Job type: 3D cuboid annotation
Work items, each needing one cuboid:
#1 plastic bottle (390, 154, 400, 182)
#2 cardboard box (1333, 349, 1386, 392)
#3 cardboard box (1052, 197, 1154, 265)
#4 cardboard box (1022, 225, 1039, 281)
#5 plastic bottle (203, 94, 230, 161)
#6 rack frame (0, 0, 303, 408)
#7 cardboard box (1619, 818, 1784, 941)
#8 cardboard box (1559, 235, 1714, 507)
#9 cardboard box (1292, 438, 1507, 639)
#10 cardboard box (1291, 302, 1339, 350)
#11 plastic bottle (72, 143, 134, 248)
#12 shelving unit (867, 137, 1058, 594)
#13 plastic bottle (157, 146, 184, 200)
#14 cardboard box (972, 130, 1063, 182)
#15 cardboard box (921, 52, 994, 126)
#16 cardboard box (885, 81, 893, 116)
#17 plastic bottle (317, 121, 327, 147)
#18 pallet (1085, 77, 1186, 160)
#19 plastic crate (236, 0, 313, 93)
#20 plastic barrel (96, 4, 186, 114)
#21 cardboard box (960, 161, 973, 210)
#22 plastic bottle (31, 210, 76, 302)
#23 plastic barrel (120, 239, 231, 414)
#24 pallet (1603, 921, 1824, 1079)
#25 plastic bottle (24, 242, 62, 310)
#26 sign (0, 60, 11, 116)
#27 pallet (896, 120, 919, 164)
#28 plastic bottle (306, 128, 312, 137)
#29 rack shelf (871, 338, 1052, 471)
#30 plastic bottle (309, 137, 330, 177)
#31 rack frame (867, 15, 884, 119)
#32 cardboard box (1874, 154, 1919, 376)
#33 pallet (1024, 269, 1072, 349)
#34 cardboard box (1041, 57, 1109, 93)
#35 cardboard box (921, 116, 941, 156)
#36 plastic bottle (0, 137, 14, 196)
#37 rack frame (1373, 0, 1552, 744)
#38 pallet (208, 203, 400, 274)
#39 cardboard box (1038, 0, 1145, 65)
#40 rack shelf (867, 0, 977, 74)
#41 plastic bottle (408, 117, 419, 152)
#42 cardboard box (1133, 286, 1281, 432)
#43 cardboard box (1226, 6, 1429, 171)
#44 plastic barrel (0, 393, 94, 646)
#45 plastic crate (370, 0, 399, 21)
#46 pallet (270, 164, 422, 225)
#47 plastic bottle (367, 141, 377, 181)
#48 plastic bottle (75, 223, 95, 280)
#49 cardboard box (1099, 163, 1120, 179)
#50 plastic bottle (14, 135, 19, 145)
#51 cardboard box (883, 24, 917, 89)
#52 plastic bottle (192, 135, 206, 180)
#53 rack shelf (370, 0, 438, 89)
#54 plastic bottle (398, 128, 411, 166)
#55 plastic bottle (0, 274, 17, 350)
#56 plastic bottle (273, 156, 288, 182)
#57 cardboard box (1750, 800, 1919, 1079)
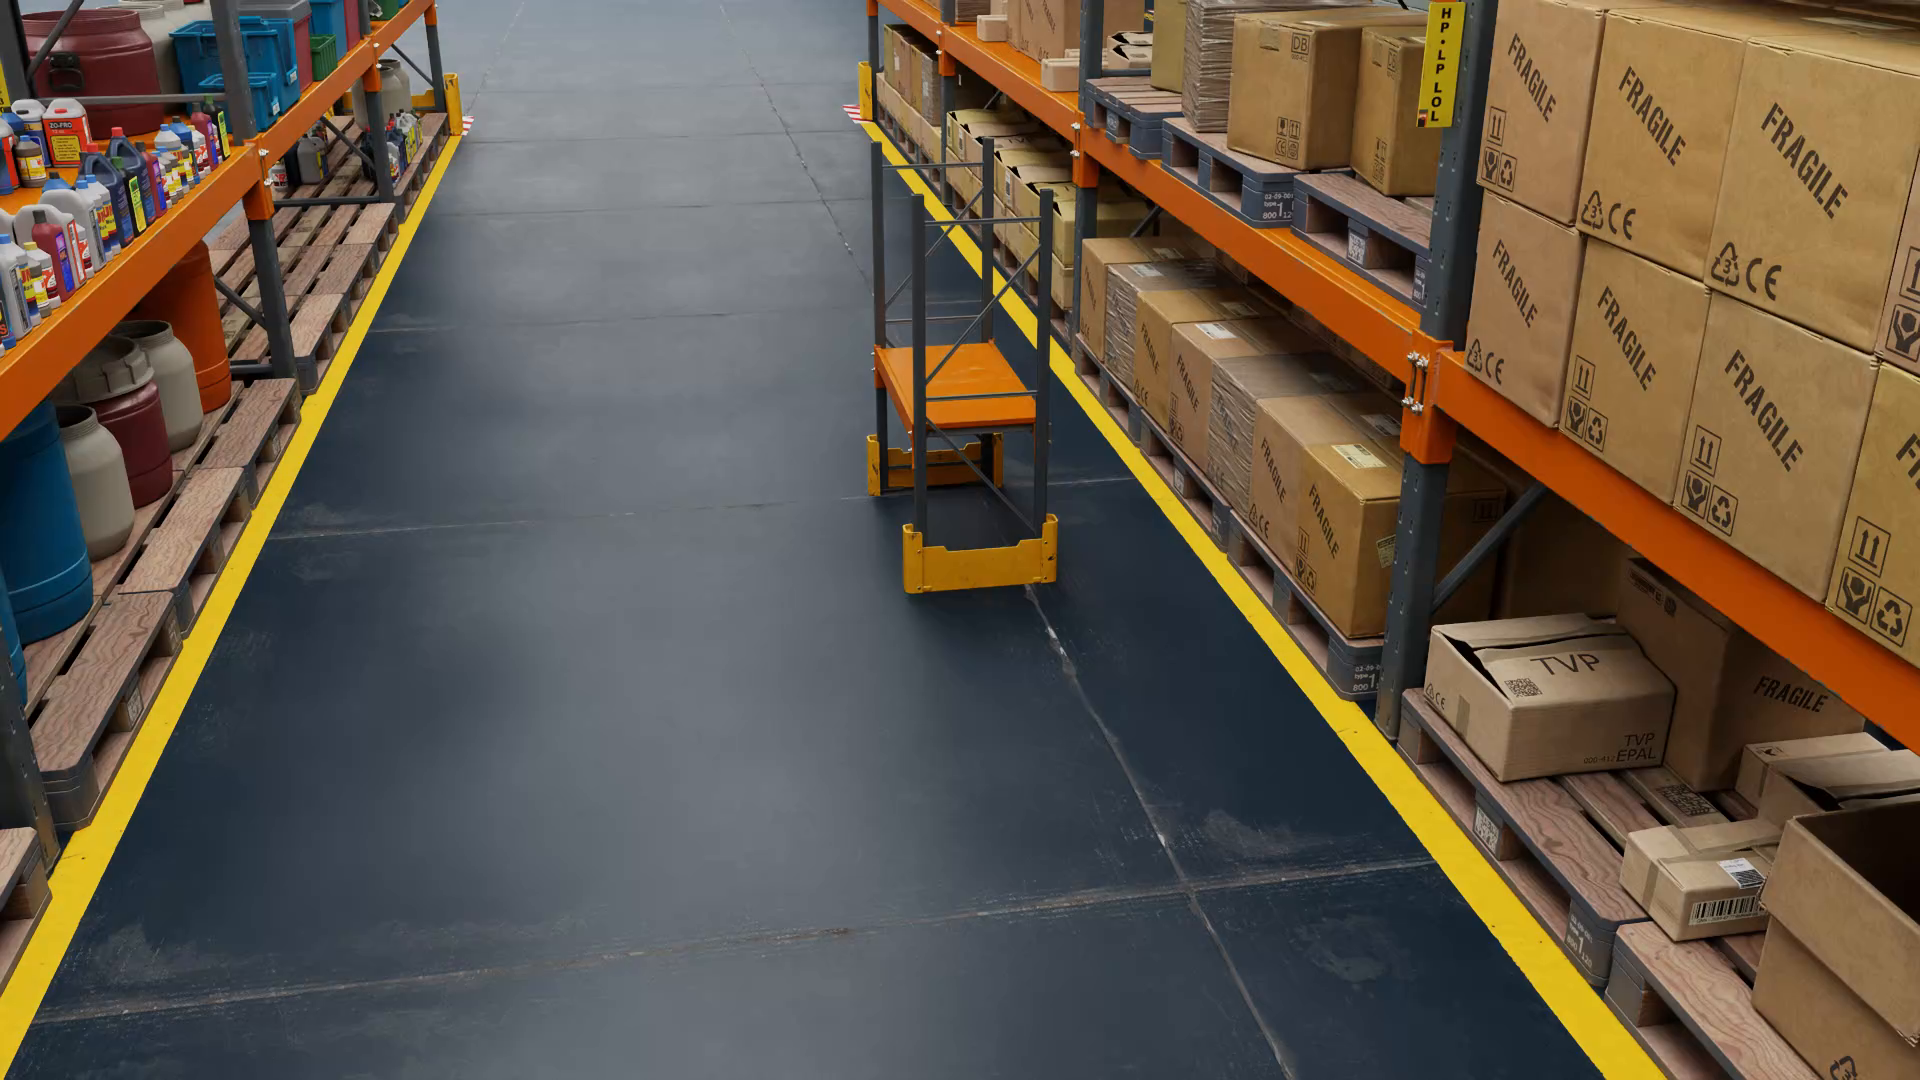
[{"bbox_3d":[-4.173,-2.729,12.197,0.097,0.201,0.097,0,24,0],"label":"plastic bottle"},{"bbox_3d":[1.796,-0.461,6.631,0.500,0.500,0.500,-4,24,-9],"label":"cardboard box"},{"bbox_3d":[0.762,-1.741,9.199,0.500,0.311,0.500,-4,24,-8],"label":"cardboard box"},{"bbox_3d":[0.665,-1.688,9.777,0.500,0.250,0.500,-5,24,-10],"label":"cardboard box"},{"bbox_3d":[-3.273,-1.818,7.310,0.061,0.283,0.133,-4,24,-10],"label":"plastic bottle"},{"bbox_3d":[-3.767,-1.999,7.579,1.000,3.000,0.127,-4,24,-10],"label":"rack frame"},{"bbox_3d":[1.876,0.827,4.099,0.380,0.166,0.250,-4,24,-10],"label":"cardboard box"},{"bbox_3d":[1.765,-0.414,3.826,0.500,0.500,0.500,-4,24,-9],"label":"cardboard box"},{"bbox_3d":[1.468,-0.019,5.620,0.500,0.500,0.500,-4,24,-10],"label":"cardboard box"},{"bbox_3d":[1.713,-0.989,6.903,0.500,0.250,0.500,-5,24,-11],"label":"cardboard box"},{"bbox_3d":[-3.015,-1.208,5.830,0.144,0.351,0.185,-4,24,-10],"label":"plastic bottle"},{"bbox_3d":[-0.014,-0.717,6.518,0.587,1.500,1.083,-4,24,-10],"label":"shelving unit"},{"bbox_3d":[-3.137,-1.451,6.573,0.097,0.201,0.097,0,24,0],"label":"plastic bottle"},{"bbox_3d":[0.377,-2.545,11.039,0.500,0.311,0.500,-5,24,-11],"label":"cardboard box"},{"bbox_3d":[-0.020,-3.577,13.166,0.500,0.500,0.500,-4,24,-10],"label":"cardboard box"},{"bbox_3d":[-0.401,-4.019,15.115,0.500,0.250,0.500,-4,24,-10],"label":"cardboard box"},{"bbox_3d":[-5.199,-3.288,13.476,0.097,0.201,0.097,0,24,0],"label":"plastic bottle"},{"bbox_3d":[1.296,-2.014,7.854,1.213,0.211,1.003,-4,24,-10],"label":"pallet"},{"bbox_3d":[-3.766,-2.686,9.073,0.402,0.464,0.583,-4,24,-10],"label":"plastic crate"},{"bbox_3d":[-4.168,-2.439,8.446,0.421,0.512,0.421,0,24,0],"label":"plastic barrel"},{"bbox_3d":[0.286,-2.491,11.617,0.500,0.250,0.500,-4,24,-8],"label":"cardboard box"},{"bbox_3d":[-2.841,-0.897,5.202,0.061,0.283,0.133,-4,24,-10],"label":"plastic bottle"},{"bbox_3d":[-3.660,-1.005,7.491,0.600,0.830,0.708,-4,24,-10],"label":"plastic barrel"},{"bbox_3d":[2.196,1.239,3.651,1.003,0.211,1.213,-4,24,-10],"label":"pallet"},{"bbox_3d":[-2.837,-0.813,5.111,0.097,0.201,0.097,0,24,0],"label":"plastic bottle"},{"bbox_3d":[-4.307,-2.030,7.446,0.100,0.325,0.005,-4,24,-10],"label":"sign"},{"bbox_3d":[0.027,-3.456,14.399,1.003,0.211,1.213,-4,24,-10],"label":"pallet"},{"bbox_3d":[-5.031,-3.024,12.780,0.152,0.276,0.135,-4,24,-9],"label":"plastic bottle"},{"bbox_3d":[-0.016,-0.556,6.599,0.538,0.185,1.000,-4,24,-10],"label":"rack shelf"},{"bbox_3d":[-4.804,-2.854,12.390,0.152,0.276,0.135,-4,24,-10],"label":"plastic bottle"},{"bbox_3d":[-0.378,-5.511,15.619,1.000,3.000,0.127,-4,24,-10],"label":"rack frame"},{"bbox_3d":[1.938,-0.480,2.727,0.500,0.500,0.500,-4,24,-8],"label":"cardboard box"},{"bbox_3d":[0.987,-1.413,9.721,1.003,0.211,1.213,-4,24,-10],"label":"pallet"},{"bbox_3d":[0.663,-2.582,9.228,0.380,0.149,0.250,-4,24,-10],"label":"cardboard box"},{"bbox_3d":[-0.022,-3.233,13.316,0.500,0.250,0.500,-4,24,-10],"label":"cardboard box"},{"bbox_3d":[-3.865,-1.520,6.644,0.097,0.271,0.097,0,24,0],"label":"plastic bottle"},{"bbox_3d":[1.841,-0.790,4.812,1.000,3.000,0.127,-4,24,-10],"label":"rack frame"},{"bbox_3d":[-4.324,-1.988,11.038,1.003,0.211,1.213,-4,24,-10],"label":"pallet"},{"bbox_3d":[0.775,-3.068,9.903,0.500,0.500,0.500,-6,24,-13],"label":"cardboard box"},{"bbox_3d":[-0.008,-4.394,13.962,1.077,0.370,4.000,-4,24,-10],"label":"rack shelf"},{"bbox_3d":[-4.431,-3.253,13.304,0.152,0.276,0.135,-5,24,-11],"label":"plastic bottle"},{"bbox_3d":[1.095,-0.817,7.445,0.500,0.500,0.500,-5,24,-10],"label":"cardboard box"},{"bbox_3d":[1.454,-1.719,6.289,0.700,0.500,0.500,-11,26,-23],"label":"cardboard box"},{"bbox_3d":[-3.243,-0.150,5.443,0.600,0.901,0.708,-4,24,-10],"label":"plastic barrel"},{"bbox_3d":[-4.481,-4.030,12.494,0.450,0.188,0.662,-4,24,-10],"label":"plastic crate"},{"bbox_3d":[-4.590,-2.561,12.351,1.003,0.211,1.213,-4,24,-10],"label":"pallet"},{"bbox_3d":[-4.326,-2.804,12.266,0.061,0.283,0.133,-4,24,-10],"label":"plastic bottle"},{"bbox_3d":[-2.905,-0.956,5.440,0.097,0.201,0.097,0,24,0],"label":"plastic bottle"},{"bbox_3d":[1.096,-2.188,10.221,0.500,0.311,0.500,-5,24,-11],"label":"cardboard box"},{"bbox_3d":[-3.993,-1.628,6.977,0.097,0.201,0.097,0,24,0],"label":"plastic bottle"},{"bbox_3d":[-0.403,-4.363,14.965,0.500,0.500,0.500,-4,24,-10],"label":"cardboard box"},{"bbox_3d":[-3.209,-1.604,6.924,0.097,0.201,0.097,0,24,0],"label":"plastic bottle"},{"bbox_3d":[-4.877,-4.029,13.126,1.077,0.370,4.000,-4,24,-10],"label":"rack shelf"},{"bbox_3d":[-4.273,-3.019,12.760,0.061,0.283,0.133,-3,24,-7],"label":"plastic bottle"},{"bbox_3d":[-2.758,-0.677,4.713,0.097,0.271,0.097,0,24,0],"label":"plastic bottle"},{"bbox_3d":[-4.920,-2.694,12.014,0.061,0.283,0.133,-3,24,-7],"label":"plastic bottle"},{"bbox_3d":[2.193,0.891,3.533,0.797,0.503,0.637,-4,24,-10],"label":"cardboard box"}]
